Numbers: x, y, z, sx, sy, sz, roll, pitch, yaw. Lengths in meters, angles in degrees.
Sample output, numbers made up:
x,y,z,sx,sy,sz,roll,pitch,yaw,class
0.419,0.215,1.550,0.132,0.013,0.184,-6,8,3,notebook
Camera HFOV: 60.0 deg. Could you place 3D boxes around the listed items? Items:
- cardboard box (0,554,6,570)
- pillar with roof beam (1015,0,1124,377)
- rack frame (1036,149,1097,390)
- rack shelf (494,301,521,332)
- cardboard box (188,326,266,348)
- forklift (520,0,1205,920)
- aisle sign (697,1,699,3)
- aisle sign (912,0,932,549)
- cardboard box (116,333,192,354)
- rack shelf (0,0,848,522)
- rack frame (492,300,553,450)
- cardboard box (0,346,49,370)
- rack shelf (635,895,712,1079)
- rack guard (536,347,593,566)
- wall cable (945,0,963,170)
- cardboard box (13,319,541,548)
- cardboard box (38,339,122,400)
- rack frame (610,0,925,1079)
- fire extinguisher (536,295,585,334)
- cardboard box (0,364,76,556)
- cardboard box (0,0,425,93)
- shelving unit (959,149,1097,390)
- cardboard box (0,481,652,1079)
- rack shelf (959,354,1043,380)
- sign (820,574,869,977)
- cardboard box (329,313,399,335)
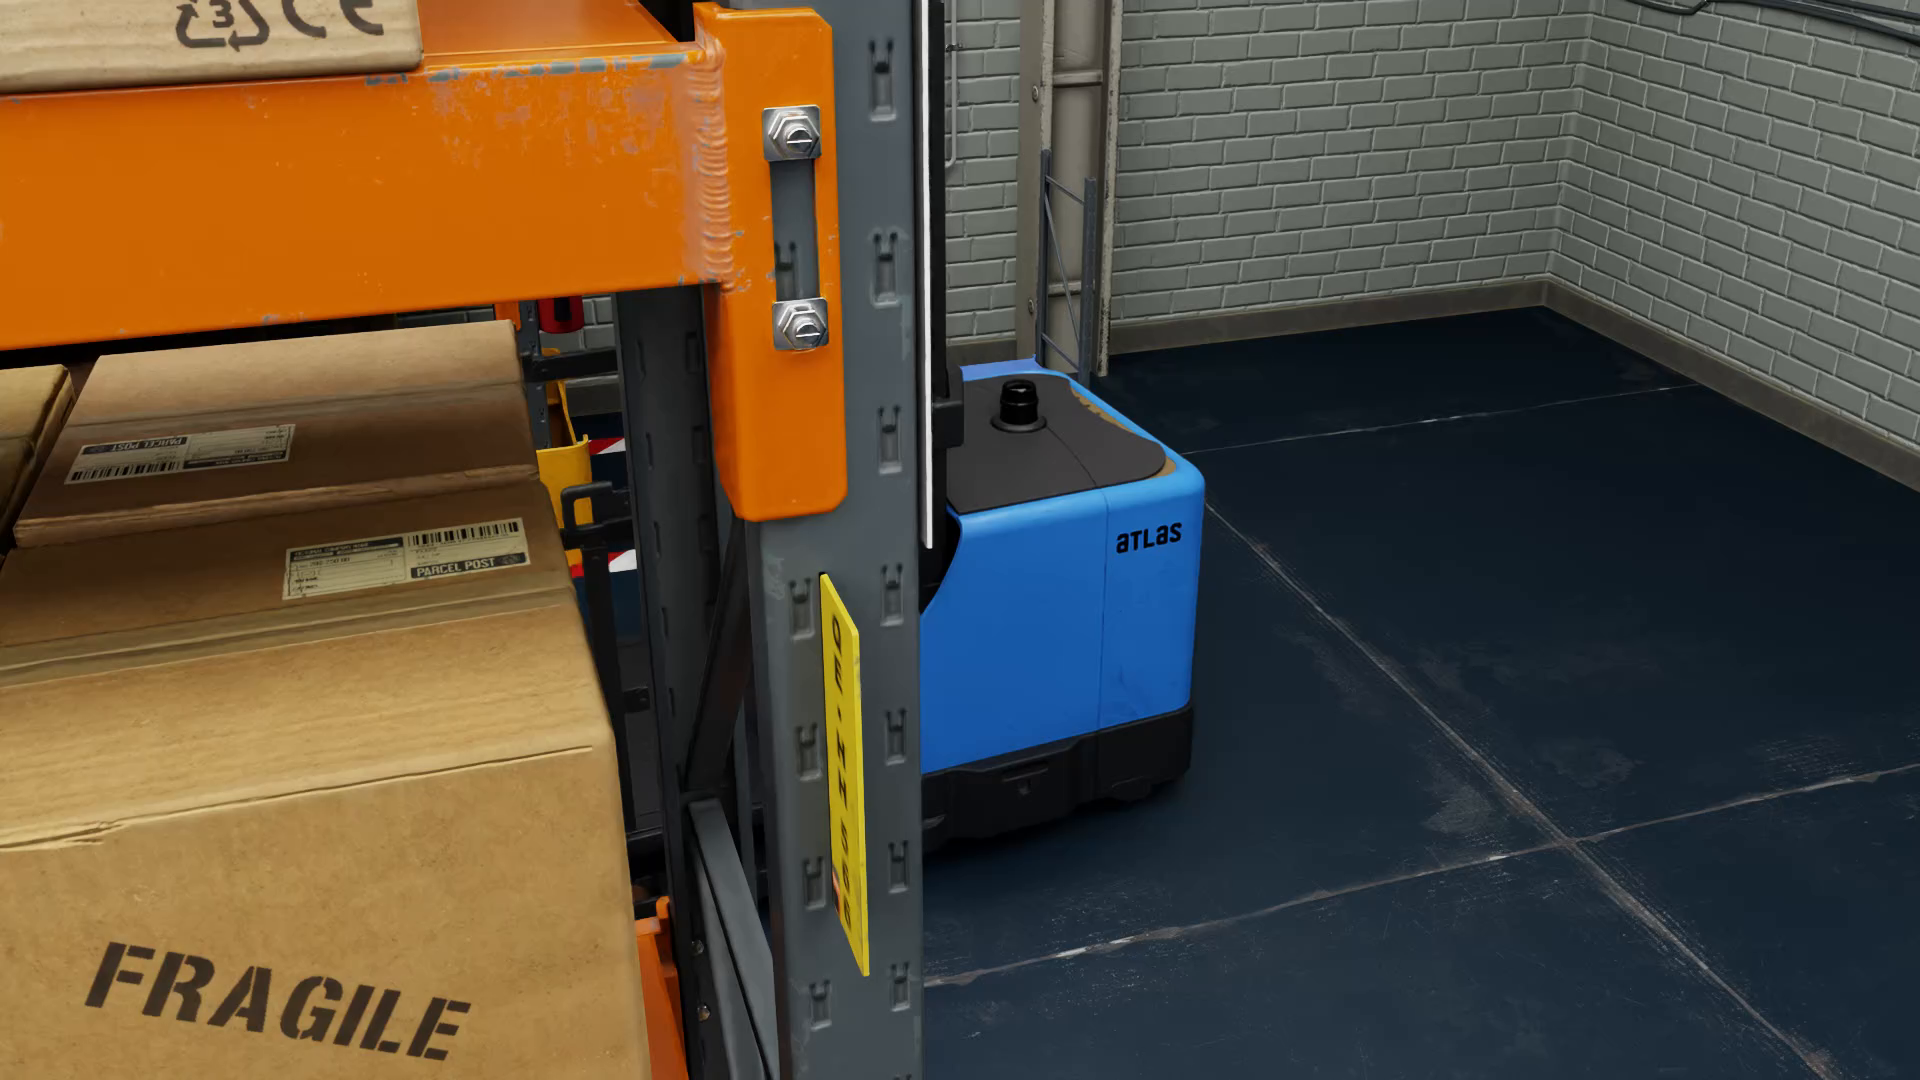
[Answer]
x,y,z,sx,sy,sz,roll,pitch,yaw,class
-1.063,0.370,1.394,0.500,0.500,0.500,-7,27,-15,cardboard box
1.850,-3.083,2.840,0.400,9.000,9.100,-8,28,-16,pillar with roof beam
0.402,-0.730,6.534,0.032,1.500,0.500,-8,28,-16,rack frame
-3.684,-0.881,5.961,4.000,0.370,1.077,-8,28,-16,rack shelf
-2.841,-0.731,6.458,0.250,0.149,0.380,-8,28,-16,cardboard box
-0.845,-0.473,4.406,3.031,2.935,1.130,-11,29,-21,forklift
-0.271,-0.683,1.828,0.004,0.787,0.394,-8,28,-16,aisle sign
-0.085,-0.429,1.317,0.004,0.787,0.394,-8,28,-16,aisle sign
-3.080,-0.696,6.389,0.250,0.149,0.380,-8,28,-16,cardboard box
-2.146,-0.131,1.076,4.000,0.370,1.077,-8,28,-16,rack shelf
-1.782,-1.479,6.355,0.127,3.000,1.000,-8,28,-16,rack frame
-3.565,-0.626,6.246,0.250,0.149,0.380,-8,27,-16,cardboard box
-2.146,1.213,1.743,4.000,0.370,1.077,-8,28,-16,rack shelf
-1.759,-0.362,6.918,0.348,0.500,1.175,-8,28,-16,rack guard
-0.858,-2.510,7.290,1.851,1.984,0.084,-8,28,-16,wall cable
-0.748,0.072,1.994,0.500,0.500,0.500,-7,27,-15,cardboard box
-3.321,-0.661,6.318,0.250,0.149,0.380,-8,27,-15,cardboard box
-0.246,0.614,2.140,0.053,2.616,0.949,-8,28,-16,rack frame
-1.496,-1.103,6.104,0.183,0.674,0.296,-8,28,-16,fire extinguisher
-1.243,0.147,1.843,0.500,0.500,0.500,-8,27,-16,cardboard box
-0.652,-0.479,1.137,0.500,0.250,0.500,-8,28,-16,cardboard box
-0.081,-0.660,6.393,1.048,1.500,0.538,-8,28,-16,shelving unit
-0.583,0.300,1.535,0.500,0.500,0.500,-8,28,-17,cardboard box
-0.081,-0.499,6.473,1.000,0.185,0.538,-8,28,-16,rack shelf
-0.092,0.192,1.332,0.005,0.325,0.100,-8,28,-16,sign
-2.360,-0.801,6.599,0.250,0.149,0.380,-8,28,-16,cardboard box
